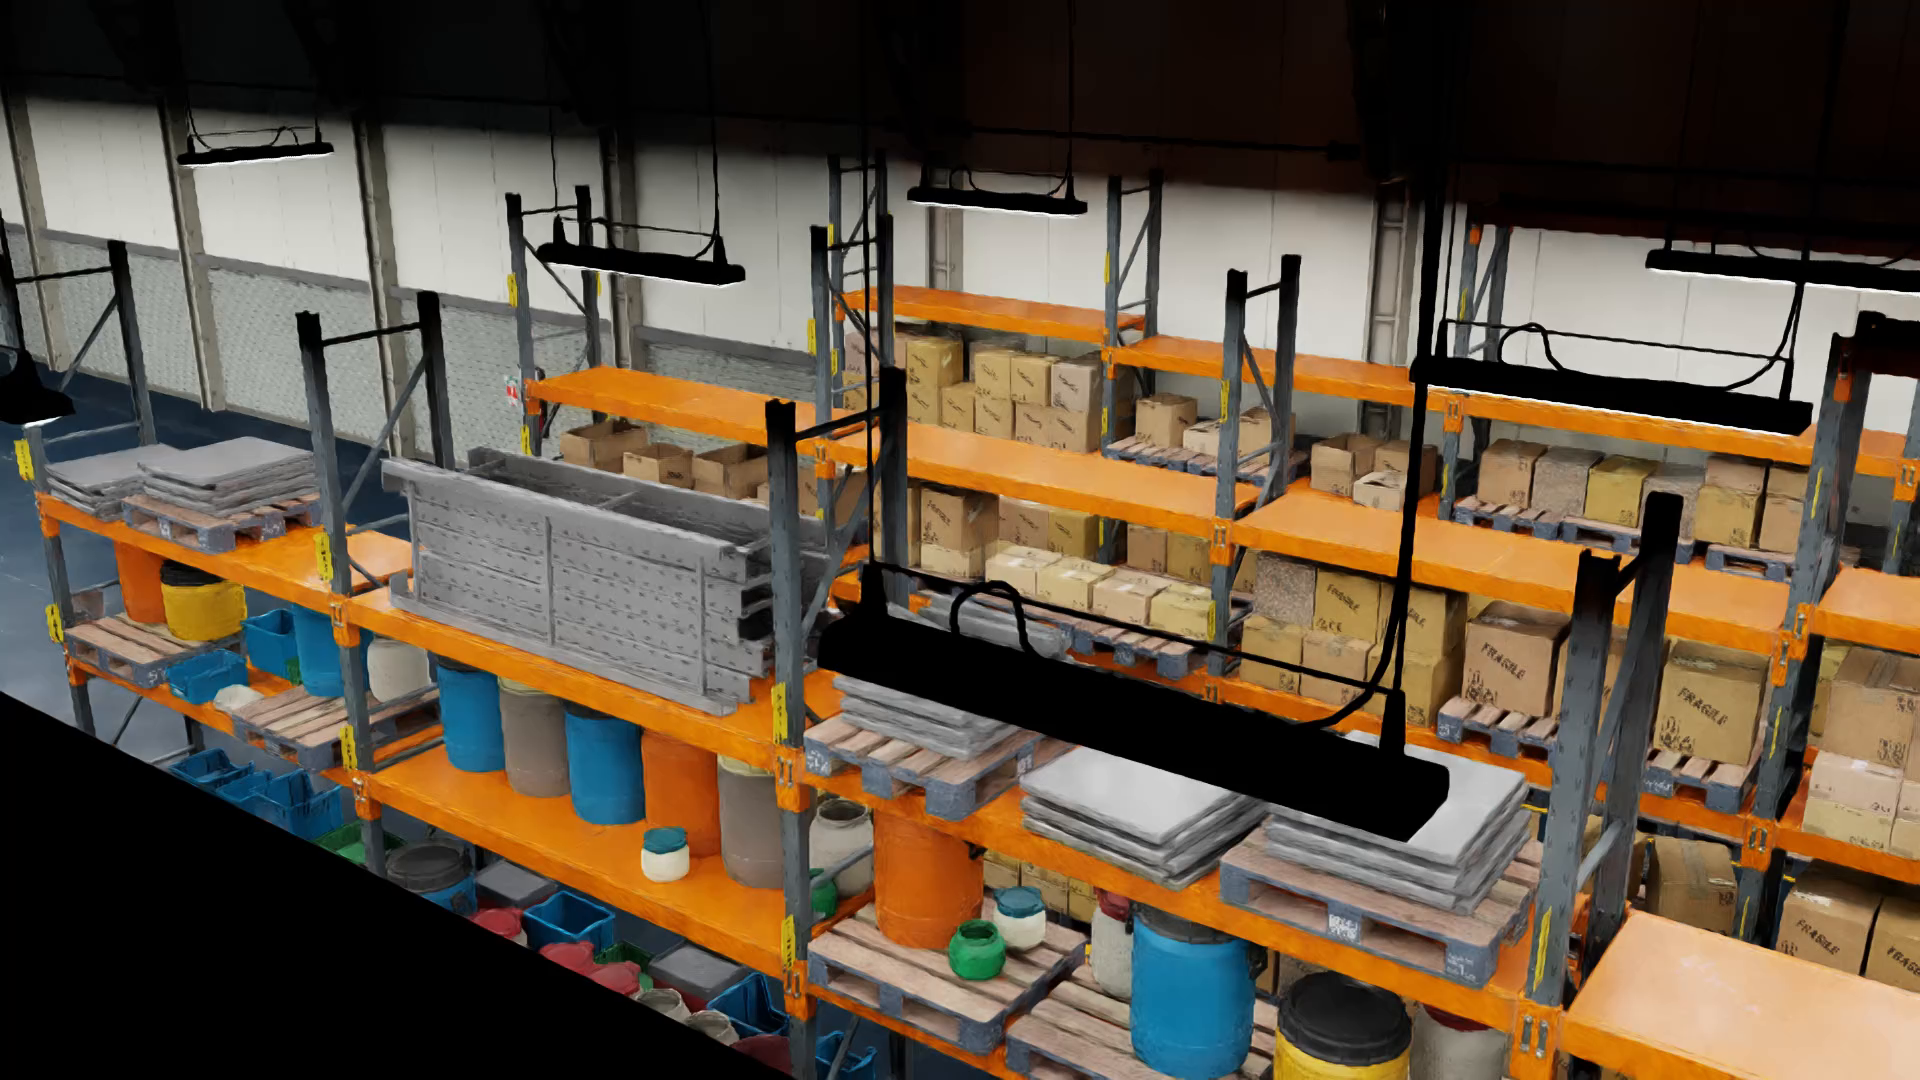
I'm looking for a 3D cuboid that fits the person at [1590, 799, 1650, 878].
[{"bbox_3d":[5.990,2.346,15.525,1.059,1.583,0.497,12,22,32],"label":"person"}]
